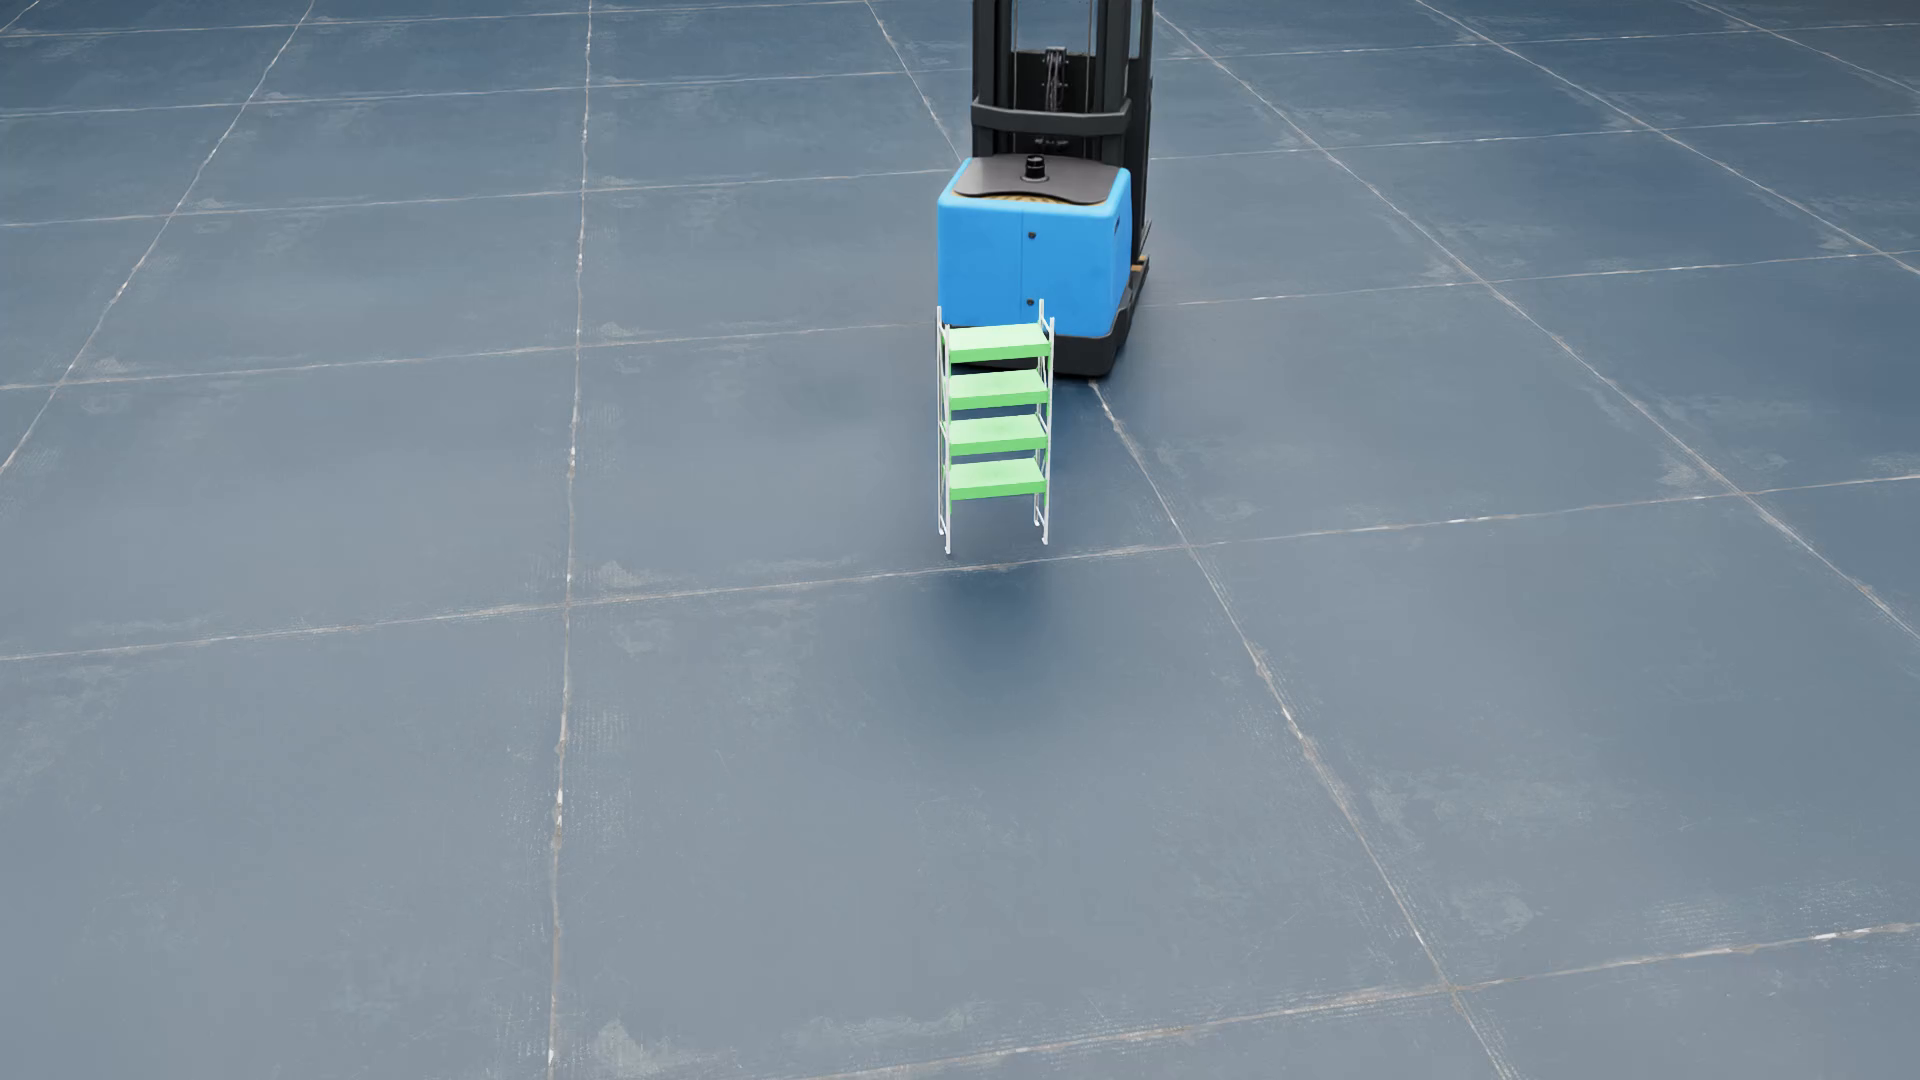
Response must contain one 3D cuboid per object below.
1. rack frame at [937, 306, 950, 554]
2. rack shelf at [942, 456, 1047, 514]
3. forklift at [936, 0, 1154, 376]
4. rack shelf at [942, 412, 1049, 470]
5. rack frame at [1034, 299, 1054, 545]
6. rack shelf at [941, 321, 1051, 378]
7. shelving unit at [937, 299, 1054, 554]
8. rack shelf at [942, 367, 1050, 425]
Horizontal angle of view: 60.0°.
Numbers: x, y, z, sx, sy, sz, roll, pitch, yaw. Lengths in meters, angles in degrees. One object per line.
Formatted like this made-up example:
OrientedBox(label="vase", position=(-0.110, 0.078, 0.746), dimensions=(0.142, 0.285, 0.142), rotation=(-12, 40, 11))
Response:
OrientedBox(label="rack frame", position=(-0.077, -0.510, 7.934), dimensions=(0.015, 1.200, 0.240), rotation=(-5, 31, -9))
OrientedBox(label="rack shelf", position=(0.163, -0.270, 8.126), dimensions=(0.480, 0.148, 0.258), rotation=(-5, 31, -9))
OrientedBox(label="forklift", position=(0.669, -2.960, 10.393), dimensions=(1.130, 2.935, 3.031), rotation=(6, 31, 11))
OrientedBox(label="rack shelf", position=(0.163, -0.477, 8.004), dimensions=(0.480, 0.148, 0.258), rotation=(-5, 31, -9))
OrientedBox(label="rack frame", position=(0.403, -0.555, 8.009), dimensions=(0.015, 1.200, 0.240), rotation=(-5, 31, -9))
OrientedBox(label="rack shelf", position=(0.163, -0.891, 7.761), dimensions=(0.480, 0.148, 0.258), rotation=(-5, 31, -9))
OrientedBox(label="shelving unit", position=(0.163, -0.532, 7.972), dimensions=(0.503, 1.200, 0.258), rotation=(-5, 31, -9))
OrientedBox(label="rack shelf", position=(0.163, -0.684, 7.882), dimensions=(0.480, 0.148, 0.258), rotation=(-5, 31, -9))
